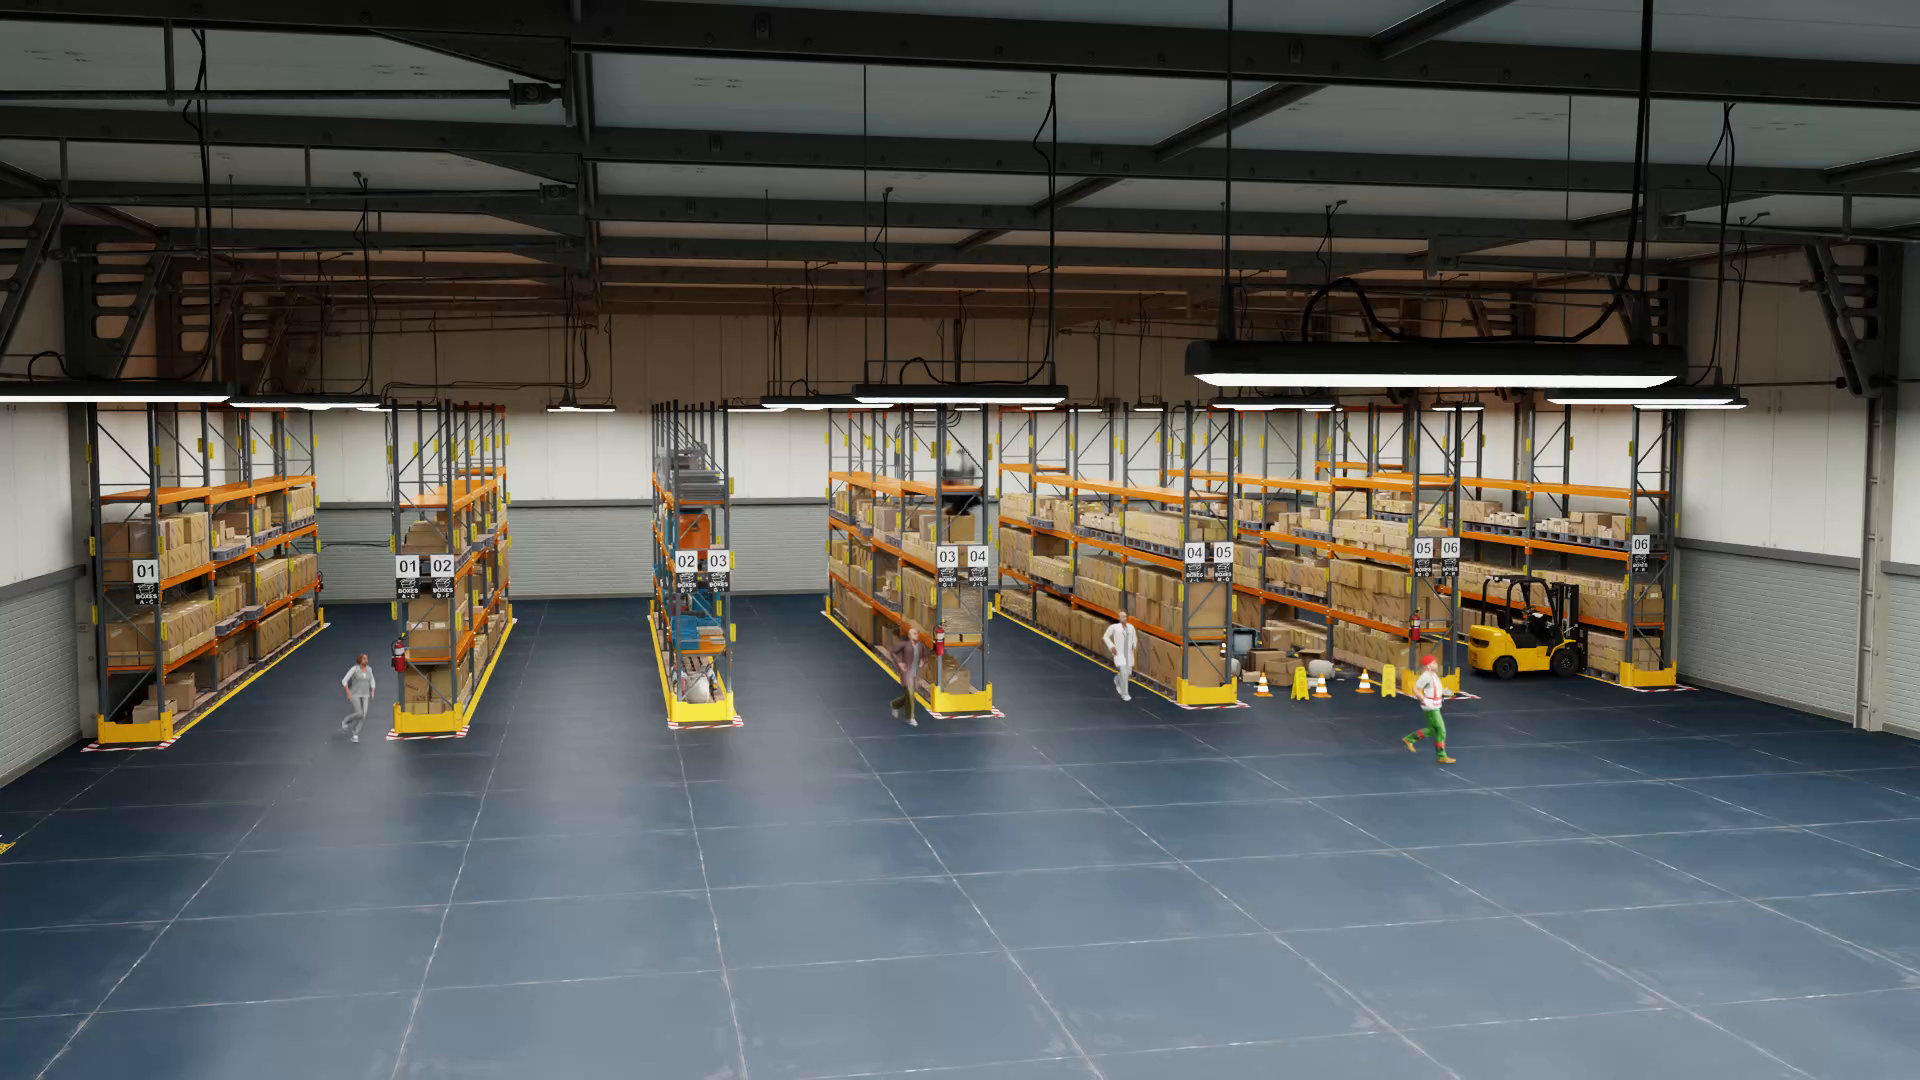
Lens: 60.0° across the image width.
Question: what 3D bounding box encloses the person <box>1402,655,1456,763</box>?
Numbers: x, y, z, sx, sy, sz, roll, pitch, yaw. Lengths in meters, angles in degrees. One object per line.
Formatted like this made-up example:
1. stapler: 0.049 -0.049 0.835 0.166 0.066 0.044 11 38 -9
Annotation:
1. person: 7.741 2.773 27.412 0.914 1.765 0.670 2 5 29

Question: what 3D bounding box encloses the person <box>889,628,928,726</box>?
1. person: -0.933 2.528 31.018 0.748 1.775 0.944 -3 5 -35

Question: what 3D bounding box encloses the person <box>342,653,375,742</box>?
1. person: -10.555 2.754 29.282 0.529 1.524 0.575 4 6 44

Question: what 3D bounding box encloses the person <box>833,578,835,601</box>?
1. person: -3.569 1.201 49.078 0.516 1.650 0.605 0 4 -1

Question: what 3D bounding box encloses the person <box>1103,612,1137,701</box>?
1. person: 3.245 2.314 33.543 0.721 1.765 0.804 -2 5 -23
